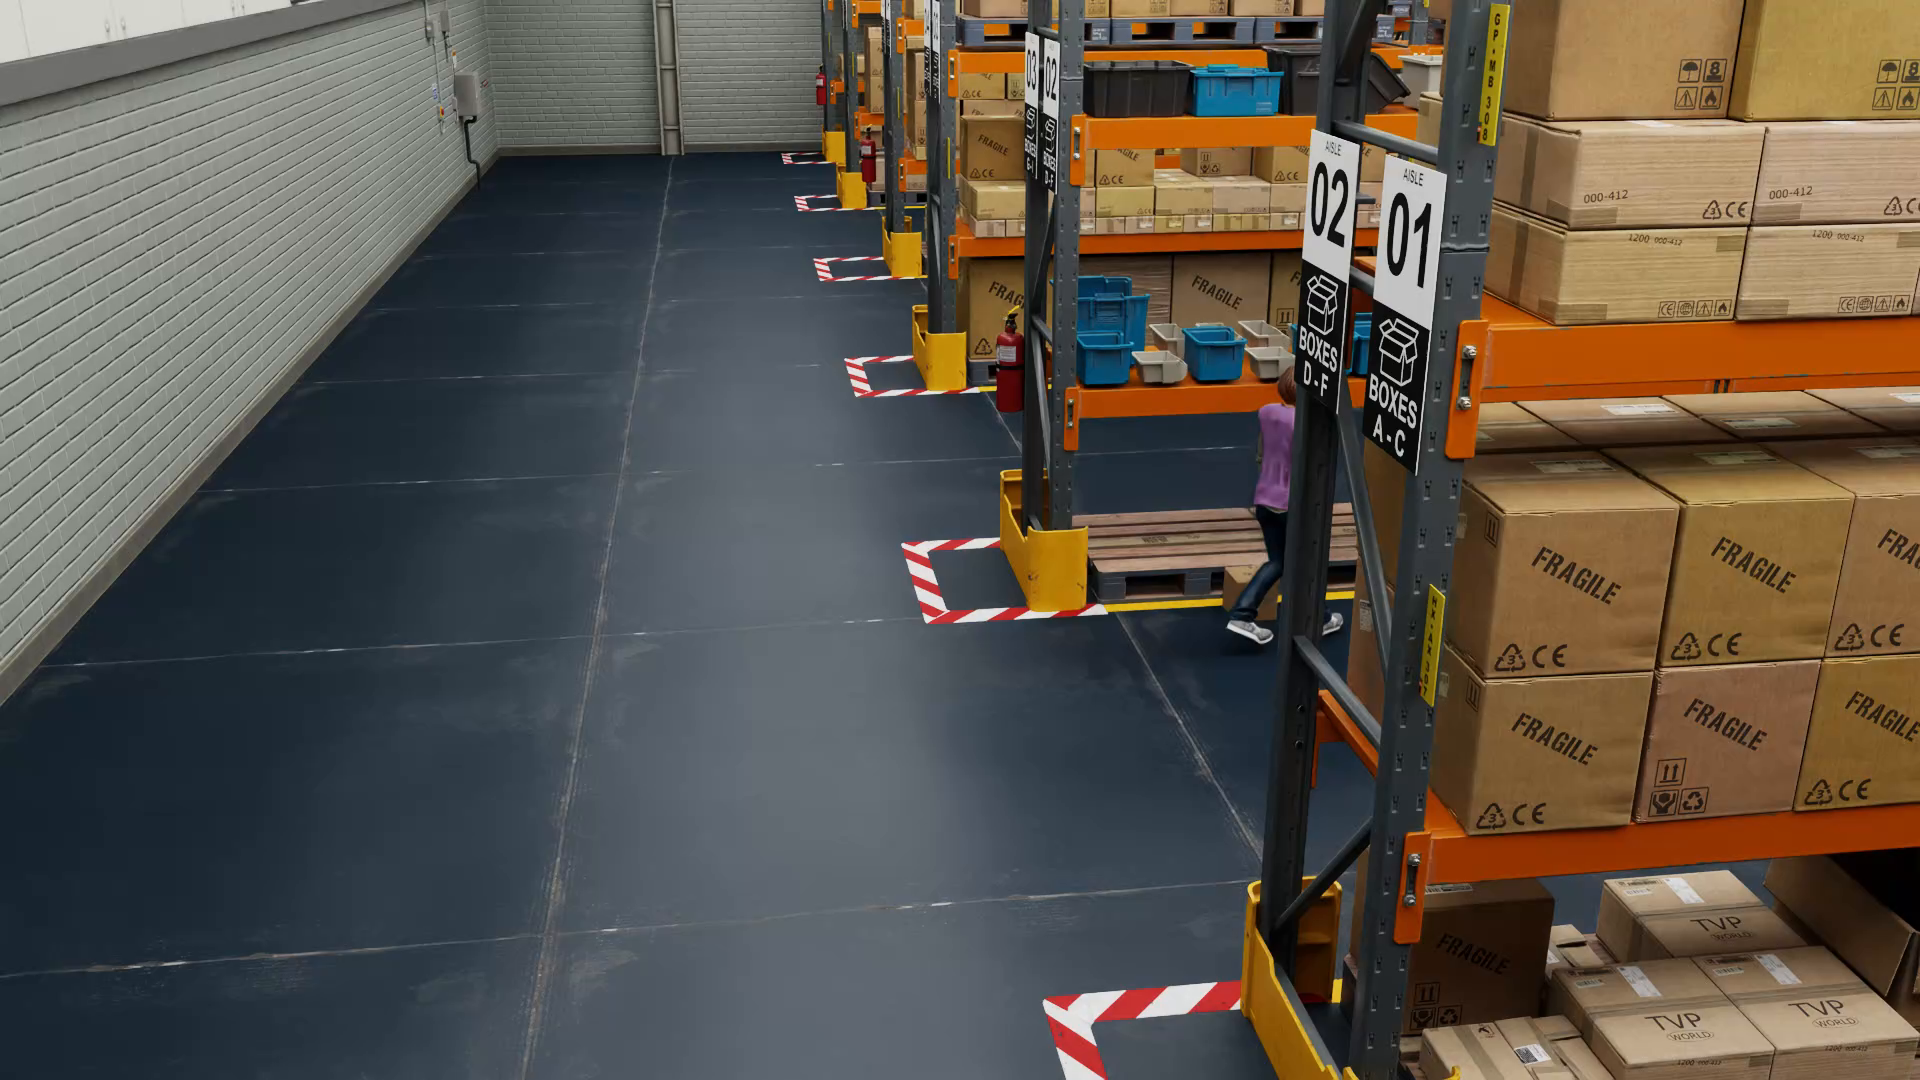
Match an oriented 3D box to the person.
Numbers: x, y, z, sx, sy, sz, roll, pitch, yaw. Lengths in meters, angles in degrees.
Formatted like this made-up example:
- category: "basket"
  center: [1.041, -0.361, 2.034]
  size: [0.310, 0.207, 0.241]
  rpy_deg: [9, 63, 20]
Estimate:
- category: "person"
  center: [1.805, -0.187, 9.097]
  size: [0.777, 1.550, 0.545]
  rpy_deg: [-16, 26, -36]
